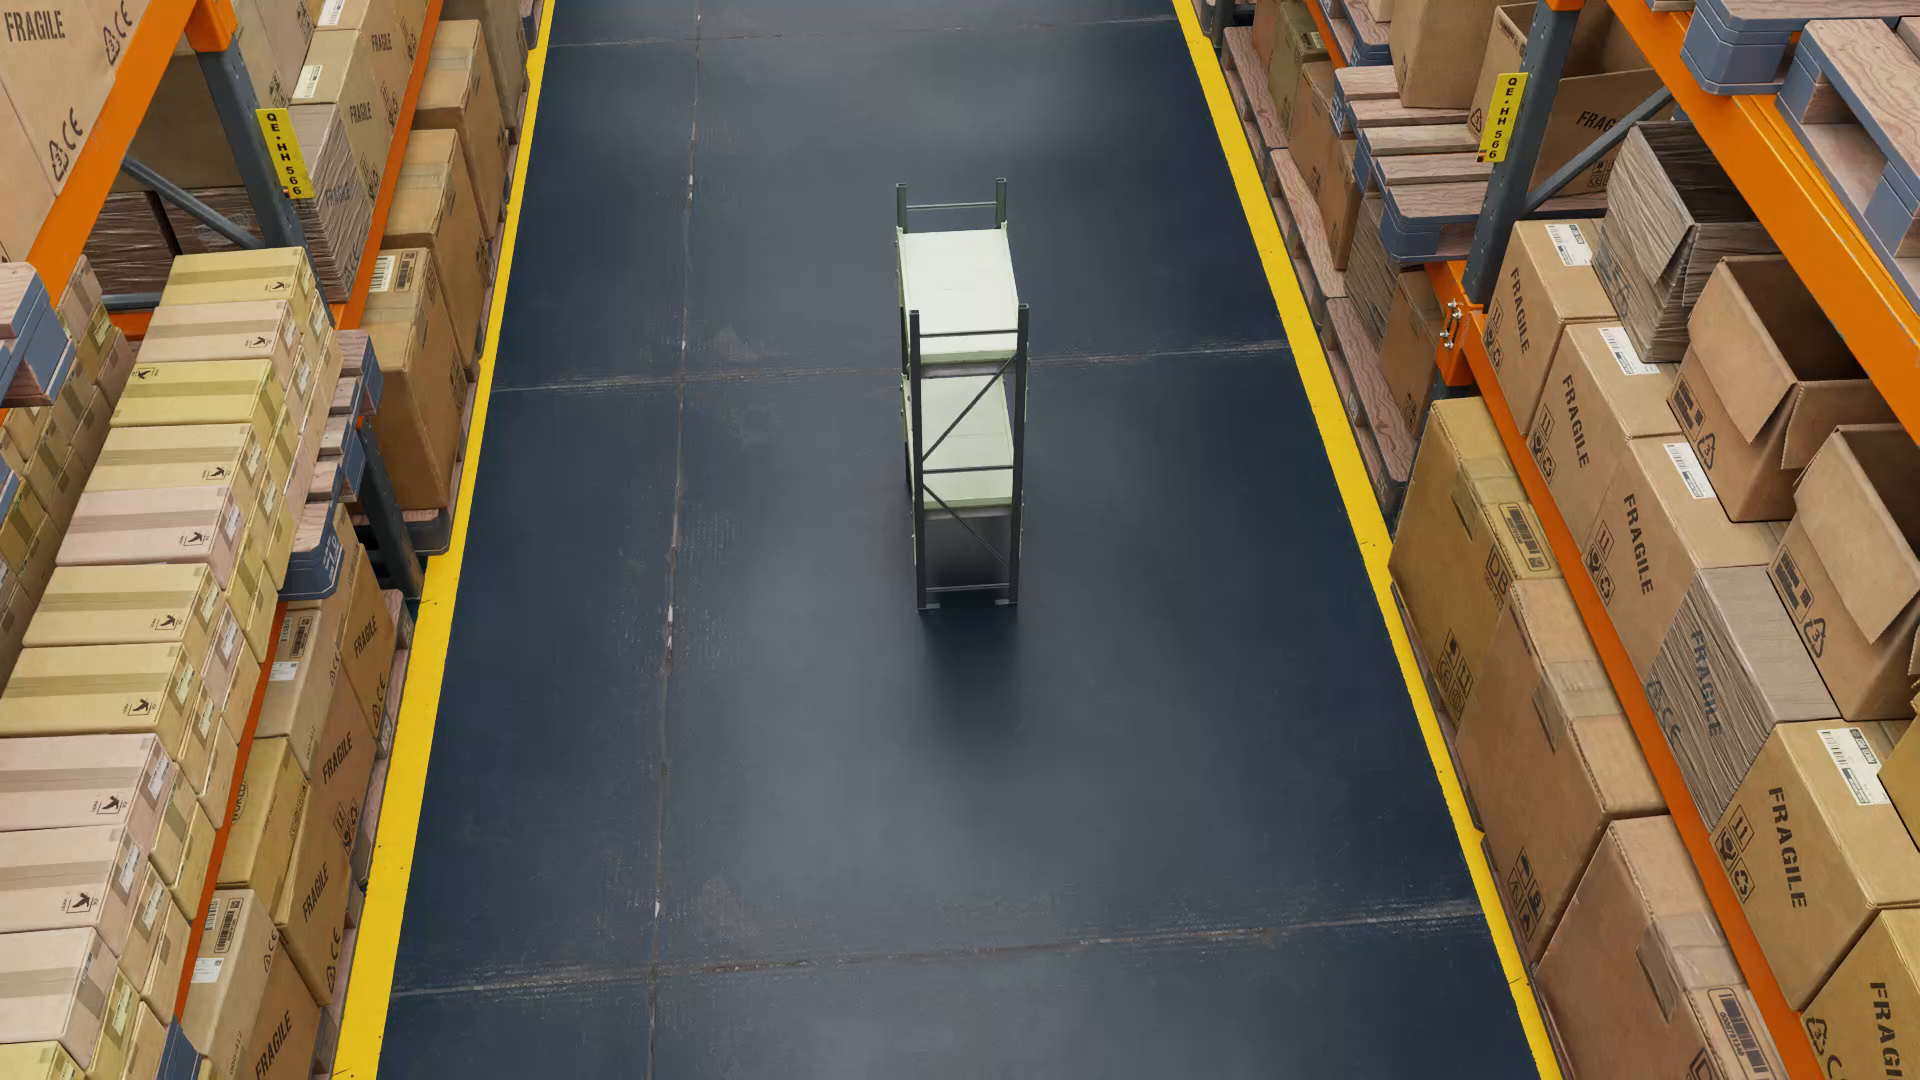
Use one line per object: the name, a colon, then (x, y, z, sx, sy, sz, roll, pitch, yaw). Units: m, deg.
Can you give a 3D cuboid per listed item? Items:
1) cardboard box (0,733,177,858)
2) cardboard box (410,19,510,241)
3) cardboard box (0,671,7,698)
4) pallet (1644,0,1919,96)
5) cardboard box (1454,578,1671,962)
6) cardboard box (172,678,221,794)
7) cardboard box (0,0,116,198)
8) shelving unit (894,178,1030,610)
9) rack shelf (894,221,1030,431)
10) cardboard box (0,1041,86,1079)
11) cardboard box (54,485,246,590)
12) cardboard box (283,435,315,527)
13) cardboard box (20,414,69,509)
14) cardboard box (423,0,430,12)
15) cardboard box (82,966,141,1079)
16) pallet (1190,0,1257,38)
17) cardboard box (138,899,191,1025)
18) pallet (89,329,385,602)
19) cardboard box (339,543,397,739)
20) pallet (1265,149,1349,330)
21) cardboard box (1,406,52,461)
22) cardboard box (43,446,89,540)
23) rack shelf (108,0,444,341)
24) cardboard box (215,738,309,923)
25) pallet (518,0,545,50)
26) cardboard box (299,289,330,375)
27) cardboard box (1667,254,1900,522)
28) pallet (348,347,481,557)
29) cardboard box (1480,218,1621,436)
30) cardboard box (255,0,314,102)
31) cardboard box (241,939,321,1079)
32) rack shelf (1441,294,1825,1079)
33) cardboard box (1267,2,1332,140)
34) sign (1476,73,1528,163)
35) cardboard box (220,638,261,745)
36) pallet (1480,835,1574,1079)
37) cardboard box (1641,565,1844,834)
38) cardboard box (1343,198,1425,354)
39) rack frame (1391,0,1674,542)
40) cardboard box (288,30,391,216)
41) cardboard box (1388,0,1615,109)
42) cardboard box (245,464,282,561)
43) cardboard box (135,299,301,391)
cardboard box: (-2.010, 0.583, 3.743, 0.380, 0.149, 0.250, -2, 47, -2)
cardboard box: (-2.777, -1.923, 7.902, 1.050, 0.750, 0.750, -3, 47, -3)
cardboard box: (-2.711, 0.437, 4.291, 0.380, 0.149, 0.250, -3, 47, -3)
pallet: (2.397, -1.532, 4.336, 1.213, 0.211, 1.003, -2, 47, -1)
cardboard box: (2.394, 0.704, 5.328, 1.225, 0.875, 0.875, -3, 47, -3)
cardboard box: (-2.034, 0.489, 4.036, 0.380, 0.149, 0.250, -4, 47, -4)
cardboard box: (-2.305, -1.107, 3.735, 0.500, 0.500, 0.500, -3, 47, -3)
shelving unit: (-0.001, -0.521, 6.347, 0.431, 1.500, 0.755, -3, 47, -3)
rack shelf: (-0.001, -0.789, 6.063, 0.431, 0.370, 0.720, -3, 47, -3)
cardboard box: (-1.949, 1.131, 3.223, 0.380, 0.149, 0.250, -3, 47, -3)
cardboard box: (-2.082, 0.003, 4.292, 0.380, 0.149, 0.250, -3, 47, -3)
cardboard box: (-2.120, -0.163, 4.859, 0.380, 0.149, 0.250, -3, 47, -3)
cardboard box: (-2.770, -0.210, 4.698, 0.380, 0.149, 0.250, -5, 47, -5)
cardboard box: (-2.601, -2.636, 7.248, 0.500, 0.500, 0.500, -3, 47, -3)
cardboard box: (-1.969, 1.058, 3.497, 0.380, 0.149, 0.250, -5, 47, -5)
pallet: (1.864, -3.448, 10.006, 1.003, 0.211, 1.213, -3, 47, -3)
cardboard box: (-1.988, 0.976, 3.780, 0.380, 0.149, 0.250, -5, 47, -5)
pallet: (-2.495, -0.225, 5.166, 1.213, 0.211, 1.003, -3, 47, -3)
cardboard box: (-2.345, 0.375, 5.898, 0.500, 0.500, 0.500, -4, 47, -3)
pallet: (2.127, -1.516, 8.177, 1.003, 0.211, 1.213, -3, 47, -3)
cardboard box: (-2.774, -0.345, 4.621, 0.380, 0.149, 0.250, -4, 47, -4)
cardboard box: (-2.779, -0.133, 4.830, 0.380, 0.149, 0.250, -1, 47, -1)
rack shelf: (-2.828, -2.000, 7.210, 1.077, 0.370, 4.000, -3, 47, -3)
cardboard box: (-2.262, 0.869, 4.913, 0.500, 0.250, 0.500, -2, 47, -2)
pallet: (-2.981, -3.290, 9.857, 1.003, 0.211, 1.213, -3, 47, -3)
cardboard box: (-2.166, -0.631, 5.097, 0.380, 0.149, 0.250, -3, 47, -2)
cardboard box: (2.387, -0.406, 4.446, 0.797, 0.503, 0.637, -3, 47, -2)
pallet: (-2.652, -0.416, 7.135, 1.003, 0.211, 1.213, -3, 47, -3)
cardboard box: (2.060, -0.695, 5.410, 0.500, 0.500, 0.500, -2, 47, -2)
cardboard box: (-2.732, -1.870, 5.834, 0.700, 0.500, 0.500, -4, 47, -4)
cardboard box: (-2.227, 1.497, 4.835, 0.500, 0.500, 0.500, -3, 47, -3)
rack shelf: (2.458, 0.666, 4.685, 1.077, 0.370, 4.000, -3, 47, -3)
cardboard box: (2.007, -2.423, 8.534, 0.700, 0.500, 0.500, -4, 47, -4)
sign: (1.750, -1.360, 5.365, 0.100, 0.325, 0.005, -3, 47, -3)
cardboard box: (-2.059, 0.399, 4.326, 0.380, 0.149, 0.250, -2, 47, -2)
pallet: (2.380, 1.386, 5.429, 1.003, 0.211, 1.213, -3, 47, -3)
cardboard box: (2.192, 0.410, 4.363, 0.500, 0.500, 0.500, -3, 47, -3)
cardboard box: (2.155, -1.204, 7.380, 0.700, 0.500, 0.500, -7, 47, -7)
rack frame: (2.290, -1.029, 5.795, 1.000, 3.000, 0.127, -3, 47, -3)
cardboard box: (-2.475, -1.544, 6.214, 0.500, 0.500, 0.500, -4, 47, -4)
cardboard box: (2.059, -1.993, 6.350, 0.700, 0.500, 0.500, 3, 47, 3)
cardboard box: (-2.097, -0.067, 4.562, 0.380, 0.149, 0.250, -3, 47, -3)
cardboard box: (-2.144, -0.554, 4.820, 0.380, 0.149, 0.250, -4, 47, -4)
